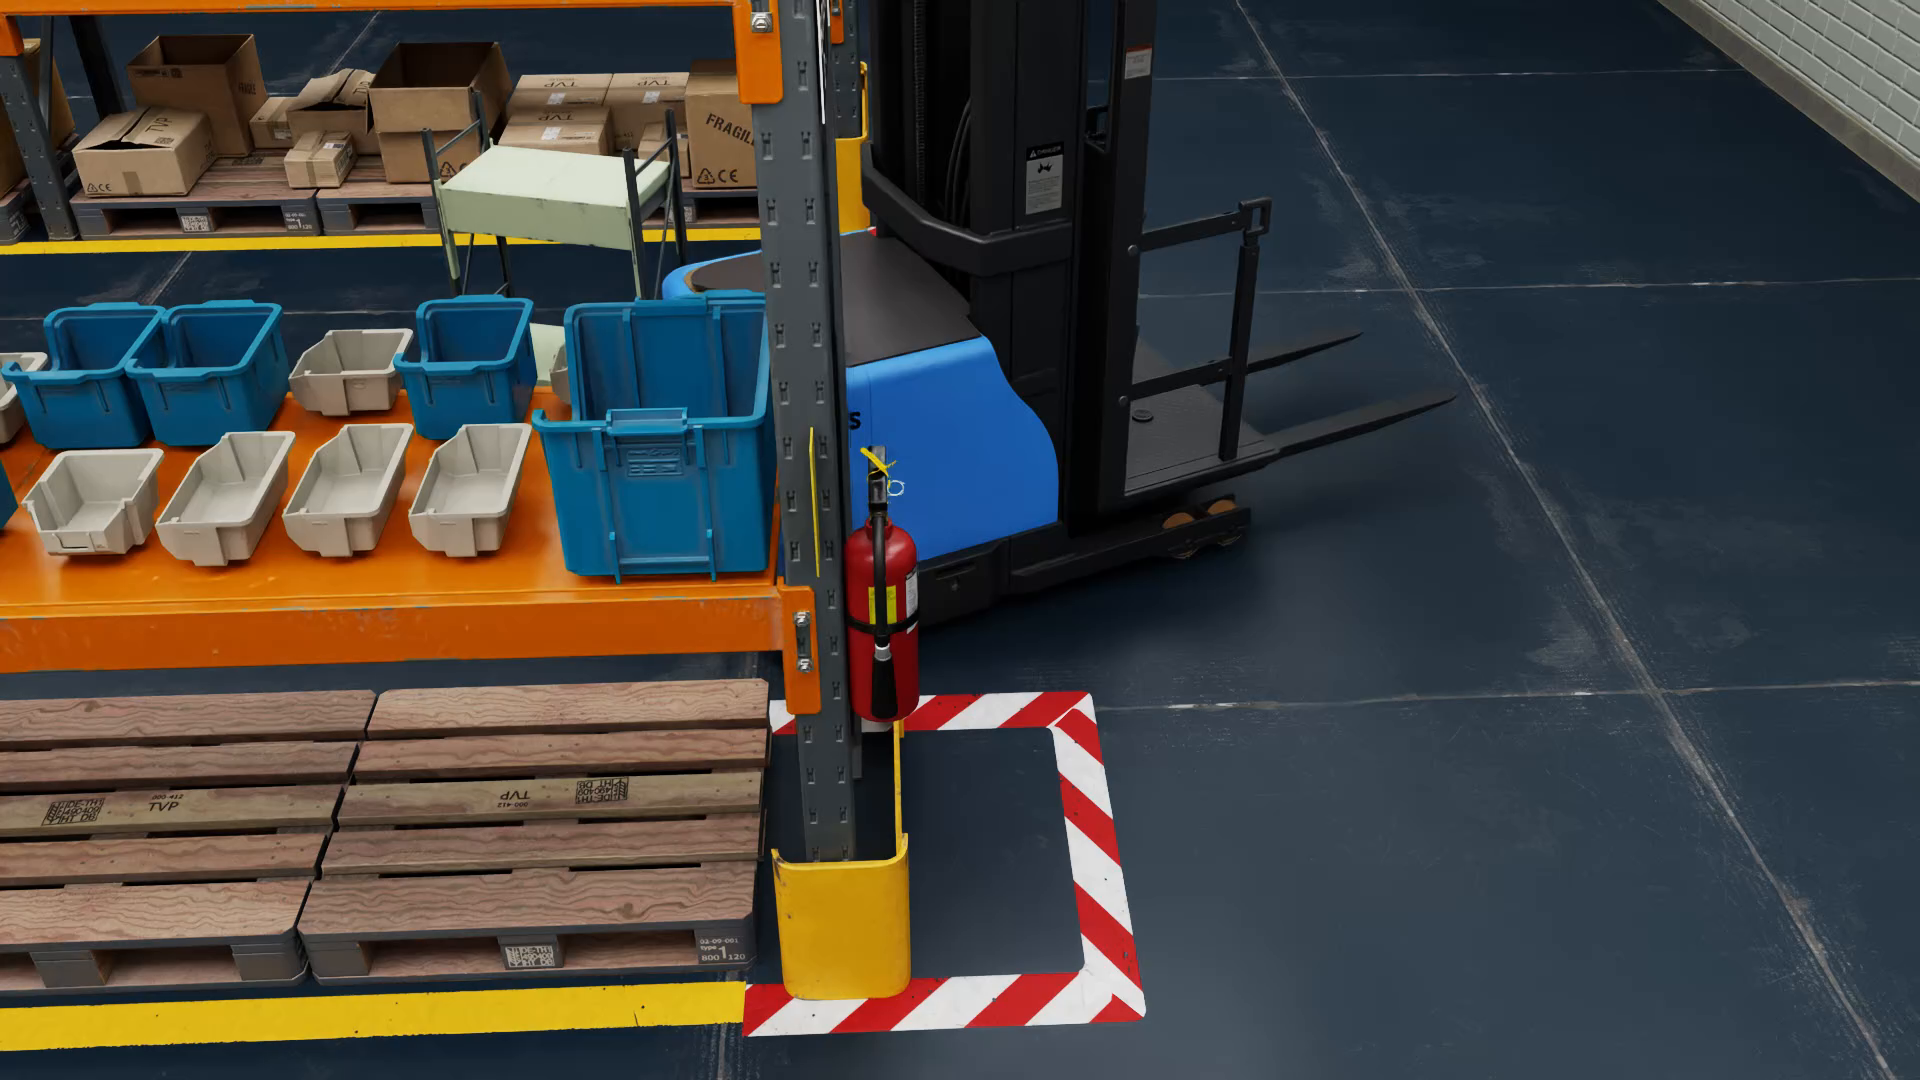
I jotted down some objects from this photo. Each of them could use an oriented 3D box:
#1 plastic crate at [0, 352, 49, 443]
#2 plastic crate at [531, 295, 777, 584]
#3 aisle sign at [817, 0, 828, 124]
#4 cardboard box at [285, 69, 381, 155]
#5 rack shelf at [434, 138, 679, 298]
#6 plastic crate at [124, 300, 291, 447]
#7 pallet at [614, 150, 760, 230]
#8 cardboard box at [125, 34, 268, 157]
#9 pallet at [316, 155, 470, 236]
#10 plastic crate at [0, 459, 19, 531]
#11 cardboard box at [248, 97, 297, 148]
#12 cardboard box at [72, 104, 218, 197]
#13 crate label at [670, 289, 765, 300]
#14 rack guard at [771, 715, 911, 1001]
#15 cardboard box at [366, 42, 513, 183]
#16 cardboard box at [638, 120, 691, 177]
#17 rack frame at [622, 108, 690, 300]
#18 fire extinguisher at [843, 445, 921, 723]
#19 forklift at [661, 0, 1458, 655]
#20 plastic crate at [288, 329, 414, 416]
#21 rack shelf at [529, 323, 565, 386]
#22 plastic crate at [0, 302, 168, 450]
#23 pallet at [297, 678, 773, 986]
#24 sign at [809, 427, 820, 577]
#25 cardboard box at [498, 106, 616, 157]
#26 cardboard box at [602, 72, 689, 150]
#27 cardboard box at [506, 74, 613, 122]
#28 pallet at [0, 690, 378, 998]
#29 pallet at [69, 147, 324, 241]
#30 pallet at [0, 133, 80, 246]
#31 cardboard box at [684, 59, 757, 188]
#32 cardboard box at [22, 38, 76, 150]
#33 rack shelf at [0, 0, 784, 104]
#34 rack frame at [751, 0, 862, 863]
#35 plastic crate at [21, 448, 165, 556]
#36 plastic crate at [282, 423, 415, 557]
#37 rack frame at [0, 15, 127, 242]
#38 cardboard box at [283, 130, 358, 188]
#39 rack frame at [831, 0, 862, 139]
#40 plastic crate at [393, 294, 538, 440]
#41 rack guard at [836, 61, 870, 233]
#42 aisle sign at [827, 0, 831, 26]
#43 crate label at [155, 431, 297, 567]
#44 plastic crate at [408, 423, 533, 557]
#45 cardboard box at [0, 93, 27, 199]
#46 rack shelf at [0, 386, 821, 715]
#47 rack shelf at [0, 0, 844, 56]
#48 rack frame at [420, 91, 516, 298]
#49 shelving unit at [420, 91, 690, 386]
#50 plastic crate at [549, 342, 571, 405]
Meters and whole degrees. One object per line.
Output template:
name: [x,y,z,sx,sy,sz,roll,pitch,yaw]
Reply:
plastic crate: [-2.625,-0.351,4.300,0.466,0.136,0.293,-2,35,-2]
plastic crate: [-0.680,-0.248,3.889,0.499,0.435,0.616,-2,35,-2]
aisle sign: [-0.269,-1.229,3.105,0.004,0.787,0.394,-2,35,-2]
cardboard box: [-3.276,-2.305,8.920,0.500,0.311,0.500,-2,35,-2]
rack shelf: [-1.408,-1.145,5.901,0.720,0.370,0.431,8,35,11]
plastic crate: [-1.932,-0.425,4.323,0.300,0.233,0.416,-2,35,-2]
pallet: [-1.458,-1.969,8.910,1.213,0.211,1.003,-2,35,-2]
cardboard box: [-4.025,-2.362,8.837,0.500,0.500,0.500,-2,35,-2]
pallet: [-2.673,-1.938,8.865,1.213,0.211,1.003,-2,35,-2]
plastic crate: [-2.394,-0.079,3.823,0.300,0.233,0.416,-2,35,-2]
cardboard box: [-3.654,-2.262,9.001,0.250,0.149,0.380,-2,35,-2]
cardboard box: [-4.152,-1.996,8.474,0.500,0.311,0.500,-2,35,-2]
crate label: [-0.617,-0.461,4.374,0.303,0.233,0.416,-2,35,-2]
rack guard: [-0.331,0.695,4.806,0.348,0.500,1.175,-2,35,-2]
cardboard box: [-2.705,-2.240,8.658,0.637,0.503,0.797,-2,35,-2]
cardboard box: [-1.526,-2.042,8.667,0.250,0.166,0.380,-2,35,-2]
rack frame: [-1.052,-0.774,6.051,0.023,1.500,0.400,8,35,11]
fire extinguisher: [-0.183,0.115,3.844,0.183,0.674,0.296,-2,35,-2]
forklift: [0.512,-1.389,5.682,3.031,2.935,1.130,-16,38,-22]
plastic crate: [-1.619,-0.441,4.431,0.298,0.136,0.250,-2,35,-2]
rack shelf: [-1.408,-0.556,6.308,0.720,0.370,0.431,8,35,11]
plastic crate: [-2.232,-0.417,4.311,0.300,0.233,0.416,-2,35,-2]
pallet: [-1.180,0.822,4.876,1.213,0.211,1.003,-2,35,-2]
sign: [-0.313,-0.079,3.585,0.005,0.325,0.100,-2,35,-2]
cardboard box: [-2.067,-2.027,8.573,0.500,0.250,0.500,-2,35,-2]
cardboard box: [-1.642,-2.324,9.001,0.500,0.250,0.500,-2,35,-2]
cardboard box: [-2.141,-2.310,8.982,0.500,0.250,0.500,-2,35,-2]
pallet: [-2.396,0.854,4.831,1.213,0.211,1.003,-2,35,-2]
pallet: [-3.895,-1.904,8.815,1.213,0.211,1.003,-2,35,-2]
pallet: [-5.392,-1.842,8.727,1.213,0.211,1.003,-2,35,-2]
cardboard box: [-1.117,-2.139,8.514,0.500,0.500,0.500,-2,35,-2]
cardboard box: [-5.076,-2.311,8.763,0.500,0.500,0.500,-3,35,-4]
rack shelf: [-2.353,-1.208,3.356,4.000,0.370,1.077,-2,35,-2]
rack frame: [-0.355,-0.324,4.083,0.127,3.000,1.000,-2,35,-2]
plastic crate: [-2.023,-0.076,3.903,0.250,0.136,0.298,-2,35,-2]
plastic crate: [-1.451,-0.116,3.961,0.243,0.136,0.396,-2,35,-2]
rack frame: [-4.581,-3.032,7.996,0.127,3.000,1.000,-2,35,-2]
cardboard box: [-3.288,-1.966,8.557,0.250,0.166,0.380,-2,35,-2]
rack frame: [-0.586,-3.140,8.152,0.127,3.000,1.000,-2,35,-2]
plastic crate: [-1.275,-0.443,4.349,0.300,0.233,0.416,-2,35,-2]
rack guard: [-0.661,-2.110,8.860,0.348,0.500,1.175,-2,35,-2]
aisle sign: [-0.297,-1.564,3.590,0.004,0.787,0.394,-2,35,-2]
crate label: [-1.728,-0.095,3.930,0.243,0.136,0.396,-2,35,-2]
plastic crate: [-1.161,-0.116,3.960,0.243,0.136,0.396,-2,35,-2]
cardboard box: [-5.060,-2.009,8.327,0.500,0.500,0.500,-2,35,-2]
rack shelf: [-2.353,0.025,4.210,4.000,0.370,1.077,-2,35,-2]
rack shelf: [-2.583,-2.790,8.278,4.000,0.370,1.077,-2,35,-2]
rack frame: [-1.763,-0.874,6.194,0.023,1.500,0.400,8,35,11]
shelving unit: [-1.408,-0.824,6.123,0.755,1.500,0.431,8,35,11]
plastic crate: [-0.941,-0.460,4.457,0.298,0.136,0.250,-2,35,-2]
